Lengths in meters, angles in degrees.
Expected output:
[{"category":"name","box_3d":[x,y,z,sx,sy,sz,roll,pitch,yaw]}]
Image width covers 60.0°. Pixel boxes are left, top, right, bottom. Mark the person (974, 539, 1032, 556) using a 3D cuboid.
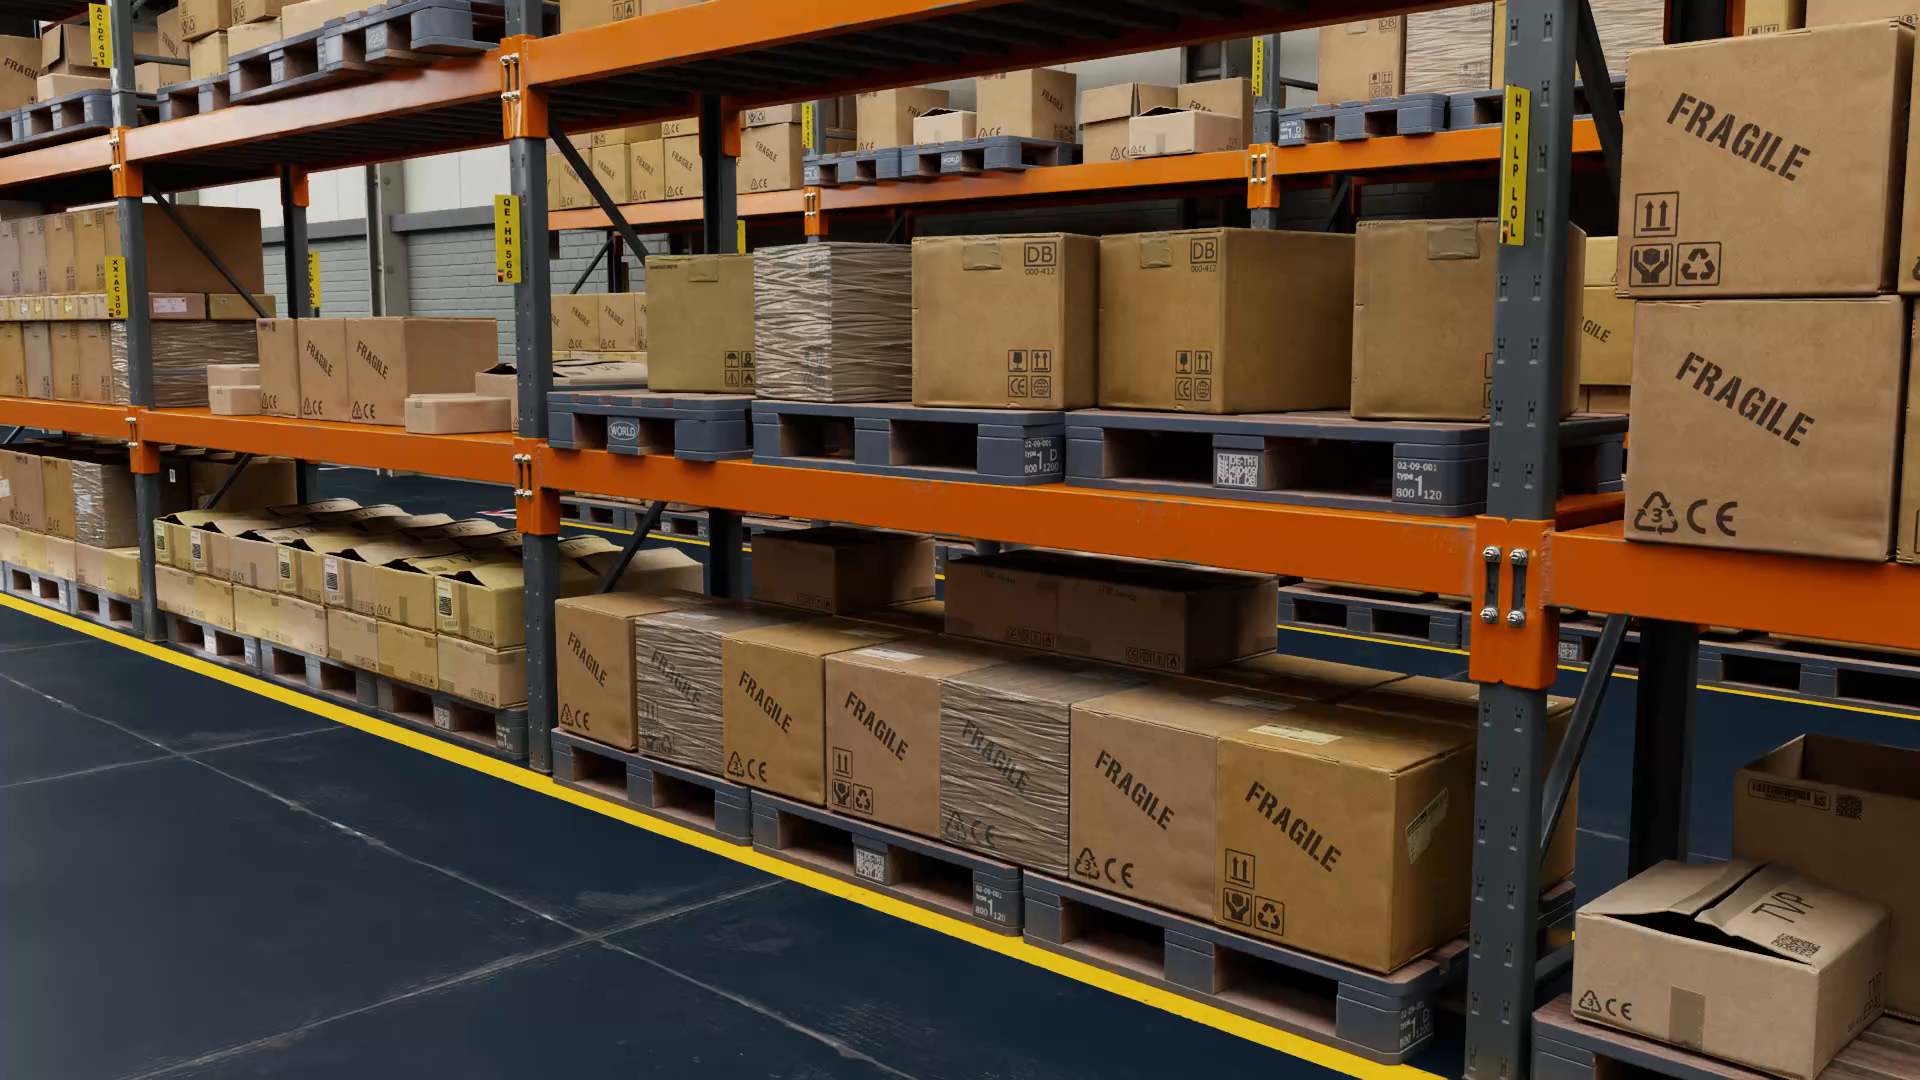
[{"category":"person","box_3d":[0.203,-0.222,9.153,0.396,1.648,0.488,-7,10,-44]}]
